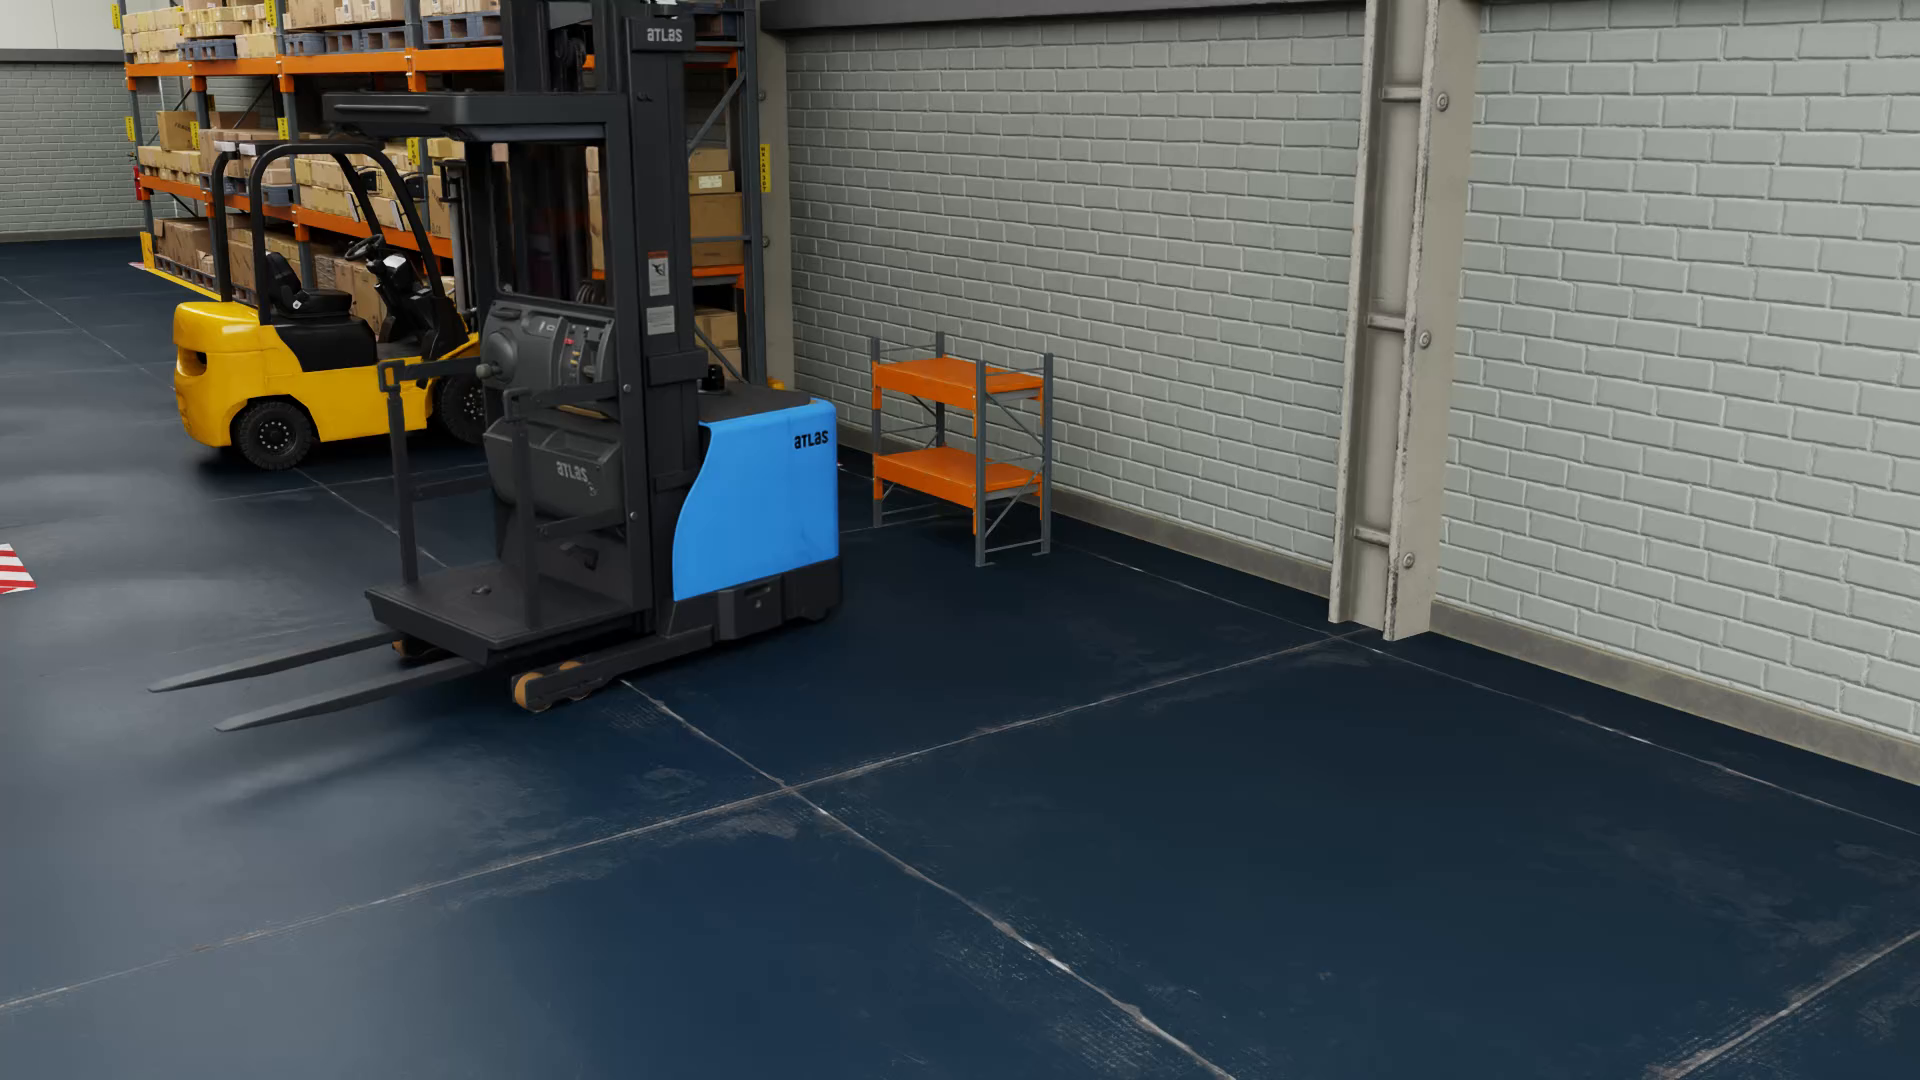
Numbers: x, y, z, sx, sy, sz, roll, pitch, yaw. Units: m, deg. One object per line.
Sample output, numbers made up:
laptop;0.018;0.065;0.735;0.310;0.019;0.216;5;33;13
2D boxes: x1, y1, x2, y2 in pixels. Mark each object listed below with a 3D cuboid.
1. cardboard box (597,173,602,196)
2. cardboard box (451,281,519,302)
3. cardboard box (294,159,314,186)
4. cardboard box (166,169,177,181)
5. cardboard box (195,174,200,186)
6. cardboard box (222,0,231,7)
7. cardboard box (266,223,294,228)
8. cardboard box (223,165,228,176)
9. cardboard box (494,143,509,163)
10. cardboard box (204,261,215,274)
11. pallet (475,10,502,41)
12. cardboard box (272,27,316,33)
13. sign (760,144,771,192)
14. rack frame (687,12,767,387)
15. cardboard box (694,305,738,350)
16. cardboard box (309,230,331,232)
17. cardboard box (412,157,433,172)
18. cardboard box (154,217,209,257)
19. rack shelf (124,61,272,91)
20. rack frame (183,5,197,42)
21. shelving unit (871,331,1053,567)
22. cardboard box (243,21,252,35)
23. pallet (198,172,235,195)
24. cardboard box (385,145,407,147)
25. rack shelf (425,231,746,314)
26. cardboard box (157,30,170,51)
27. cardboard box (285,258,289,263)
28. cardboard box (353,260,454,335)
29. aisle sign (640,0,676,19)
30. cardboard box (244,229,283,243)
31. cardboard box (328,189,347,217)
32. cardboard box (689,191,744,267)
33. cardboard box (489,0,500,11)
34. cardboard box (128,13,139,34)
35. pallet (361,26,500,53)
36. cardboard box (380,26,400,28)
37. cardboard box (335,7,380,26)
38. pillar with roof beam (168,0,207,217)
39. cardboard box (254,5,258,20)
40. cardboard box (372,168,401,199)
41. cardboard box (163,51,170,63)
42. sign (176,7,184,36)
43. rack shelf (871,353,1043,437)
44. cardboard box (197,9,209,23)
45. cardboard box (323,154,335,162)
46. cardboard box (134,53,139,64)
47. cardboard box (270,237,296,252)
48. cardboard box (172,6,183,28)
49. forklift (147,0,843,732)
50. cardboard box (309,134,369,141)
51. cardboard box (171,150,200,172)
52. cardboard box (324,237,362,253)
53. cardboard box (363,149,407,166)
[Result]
cardboard box;-2.239;-2.420;11.317;0.380;0.149;0.250;-11;19;-34
cardboard box;-3.837;-1.978;13.640;0.500;0.250;0.500;-11;19;-34
cardboard box;-6.469;-3.769;17.000;0.500;0.250;0.500;-11;19;-35
cardboard box;-10.356;-4.875;22.181;0.380;0.149;0.250;-10;18;-33
cardboard box;-9.426;-4.550;20.996;0.380;0.149;0.250;-10;18;-33
cardboard box;-8.629;-6.455;19.941;0.396;0.266;0.258;-11;19;-35
cardboard box;-8.414;-3.866;20.731;0.380;0.149;0.250;-12;19;-37
cardboard box;-8.357;-4.372;19.327;0.396;0.266;0.258;-10;18;-32
cardboard box;-3.391;-3.010;12.909;0.380;0.149;0.250;-11;19;-35
cardboard box;-9.429;-3.491;21.255;0.380;0.149;0.250;-12;19;-36
pallet;-2.925;-3.848;12.438;1.003;0.211;1.213;-11;19;-35
cardboard box;-6.915;-5.341;17.257;0.380;0.149;0.250;-10;18;-33
sign;-1.356;-2.569;11.489;0.100;0.325;0.005;-11;19;-35
rack frame;-1.808;-2.028;11.304;1.000;3.000;0.127;-11;19;-35
cardboard box;-1.938;-1.519;11.962;0.500;0.250;0.500;-11;19;-35
cardboard box;-7.619;-3.597;19.746;0.380;0.149;0.250;-11;19;-34
cardboard box;-4.541;-3.282;14.466;0.380;0.149;0.250;-10;18;-33
cardboard box;-10.933;-4.298;23.530;0.797;0.503;0.637;-12;19;-37
rack shelf;-10.040;-6.117;21.925;1.077;0.370;4.000;-11;19;-35
rack frame;-8.864;-7.484;19.874;1.000;3.000;0.127;-11;19;-35
shelving unit;-0.004;-0.544;9.433;0.538;1.125;1.048;-11;19;-35
cardboard box;-7.651;-5.620;18.275;0.380;0.149;0.250;-10;18;-33
pallet;-8.482;-4.310;20.006;1.003;0.211;1.213;-11;19;-35
cardboard box;-5.519;-3.847;16.530;0.380;0.149;0.250;-11;19;-35
rack shelf;-2.984;-2.108;12.959;1.077;0.370;4.000;-11;19;-35
cardboard box;-9.956;-6.393;21.291;0.500;0.250;0.500;-10;18;-33
cardboard box;-7.220;-2.899;18.424;0.500;0.500;0.500;-11;19;-35
cardboard box;-5.370;-2.376;16.279;0.875;0.625;0.625;-12;19;-37
aisle sign;-2.007;-3.222;10.743;0.394;0.787;0.004;-11;19;-35
cardboard box;-8.311;-3.626;19.852;0.380;0.149;0.250;-11;19;-35
cardboard box;-5.849;-3.314;16.287;0.500;0.250;0.500;-12;19;-36
cardboard box;-1.875;-2.225;11.835;0.500;0.500;0.500;-10;18;-33
cardboard box;-3.100;-4.197;12.367;0.797;0.503;0.637;-10;18;-33
cardboard box;-10.874;-6.958;22.409;0.500;0.250;0.500;-11;19;-35
pallet;-4.689;-4.423;14.735;0.805;0.209;1.217;-12;19;-37
cardboard box;-5.371;-5.004;15.952;0.380;0.166;0.250;-11;19;-35
cardboard box;-5.506;-4.811;15.281;0.380;0.149;0.250;-11;19;-35
pillar with roof beam;-15.554;-8.386;23.168;9.100;9.000;0.400;-11;19;-35
cardboard box;-7.335;-5.656;17.844;0.380;0.149;0.250;-11;19;-35
cardboard box;-4.964;-3.225;15.014;0.500;0.250;0.500;-11;19;-36
cardboard box;-10.034;-6.226;21.436;0.380;0.149;0.250;-11;19;-34
sign;-9.298;-6.201;19.888;0.100;0.325;0.005;-11;19;-35
rack shelf;-0.004;-0.826;9.356;0.538;0.278;1.000;-11;19;-35
cardboard box;-8.541;-6.021;19.138;0.380;0.149;0.250;-11;19;-35
cardboard box;-6.069;-3.822;16.441;0.380;0.149;0.250;-11;19;-34
cardboard box;-11.217;-6.666;23.043;0.380;0.149;0.250;-10;18;-33
cardboard box;-7.578;-3.345;18.828;0.380;0.149;0.250;-11;19;-35
cardboard box;-9.355;-6.420;20.442;0.500;0.250;0.500;-11;19;-34
forklift;-1.947;-0.844;7.109;1.130;2.935;3.031;14;21;41
cardboard box;-6.688;-4.121;17.967;0.500;0.500;0.500;-10;18;-32
cardboard box;-9.950;-4.946;21.685;0.500;0.250;0.500;-11;19;-35
cardboard box;-6.912;-3.307;18.689;0.380;0.149;0.250;-11;19;-34
cardboard box;-5.316;-3.550;15.447;0.380;0.149;0.250;-11;19;-34
